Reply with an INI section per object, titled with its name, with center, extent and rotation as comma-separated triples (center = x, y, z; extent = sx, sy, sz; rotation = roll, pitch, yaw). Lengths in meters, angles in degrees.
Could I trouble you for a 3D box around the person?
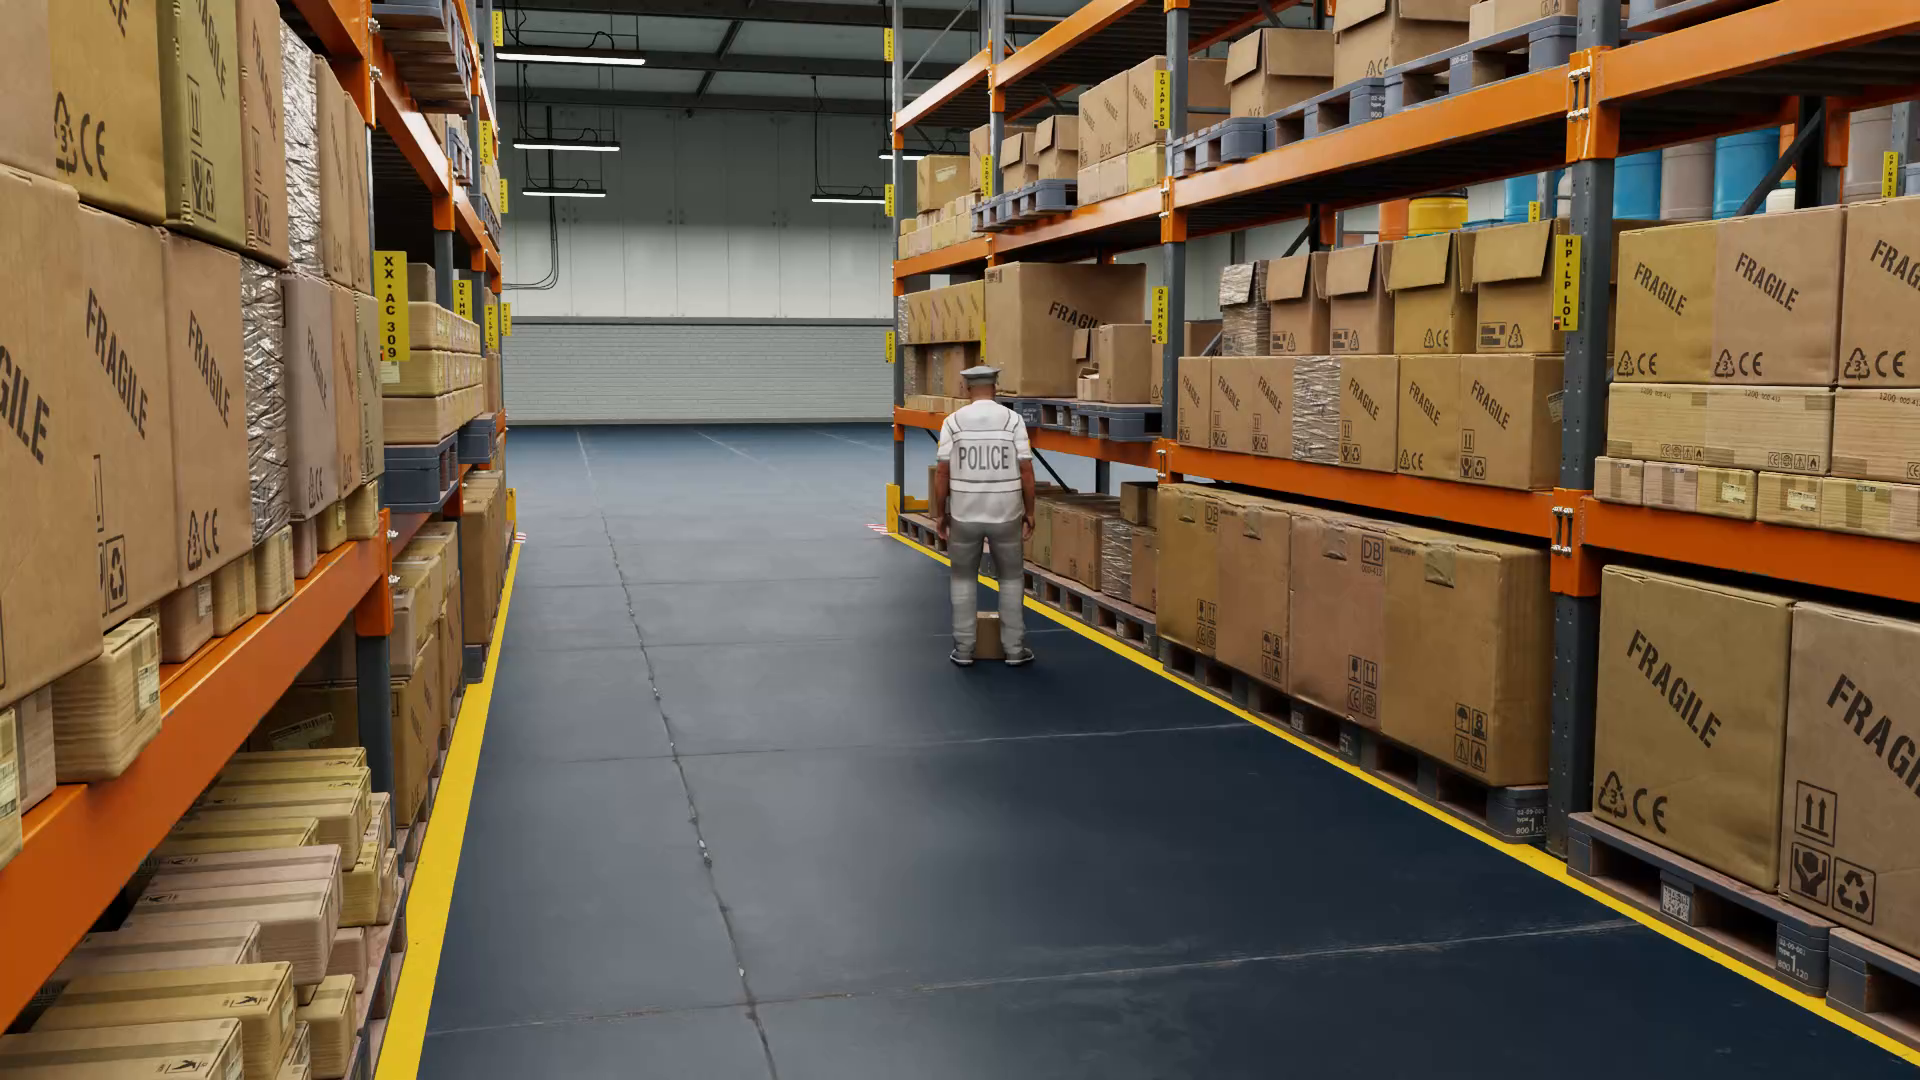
[person]
center = 0.147, -0.140, 9.728
extent = 0.589, 1.747, 0.434
rotation = 0, 6, 2
